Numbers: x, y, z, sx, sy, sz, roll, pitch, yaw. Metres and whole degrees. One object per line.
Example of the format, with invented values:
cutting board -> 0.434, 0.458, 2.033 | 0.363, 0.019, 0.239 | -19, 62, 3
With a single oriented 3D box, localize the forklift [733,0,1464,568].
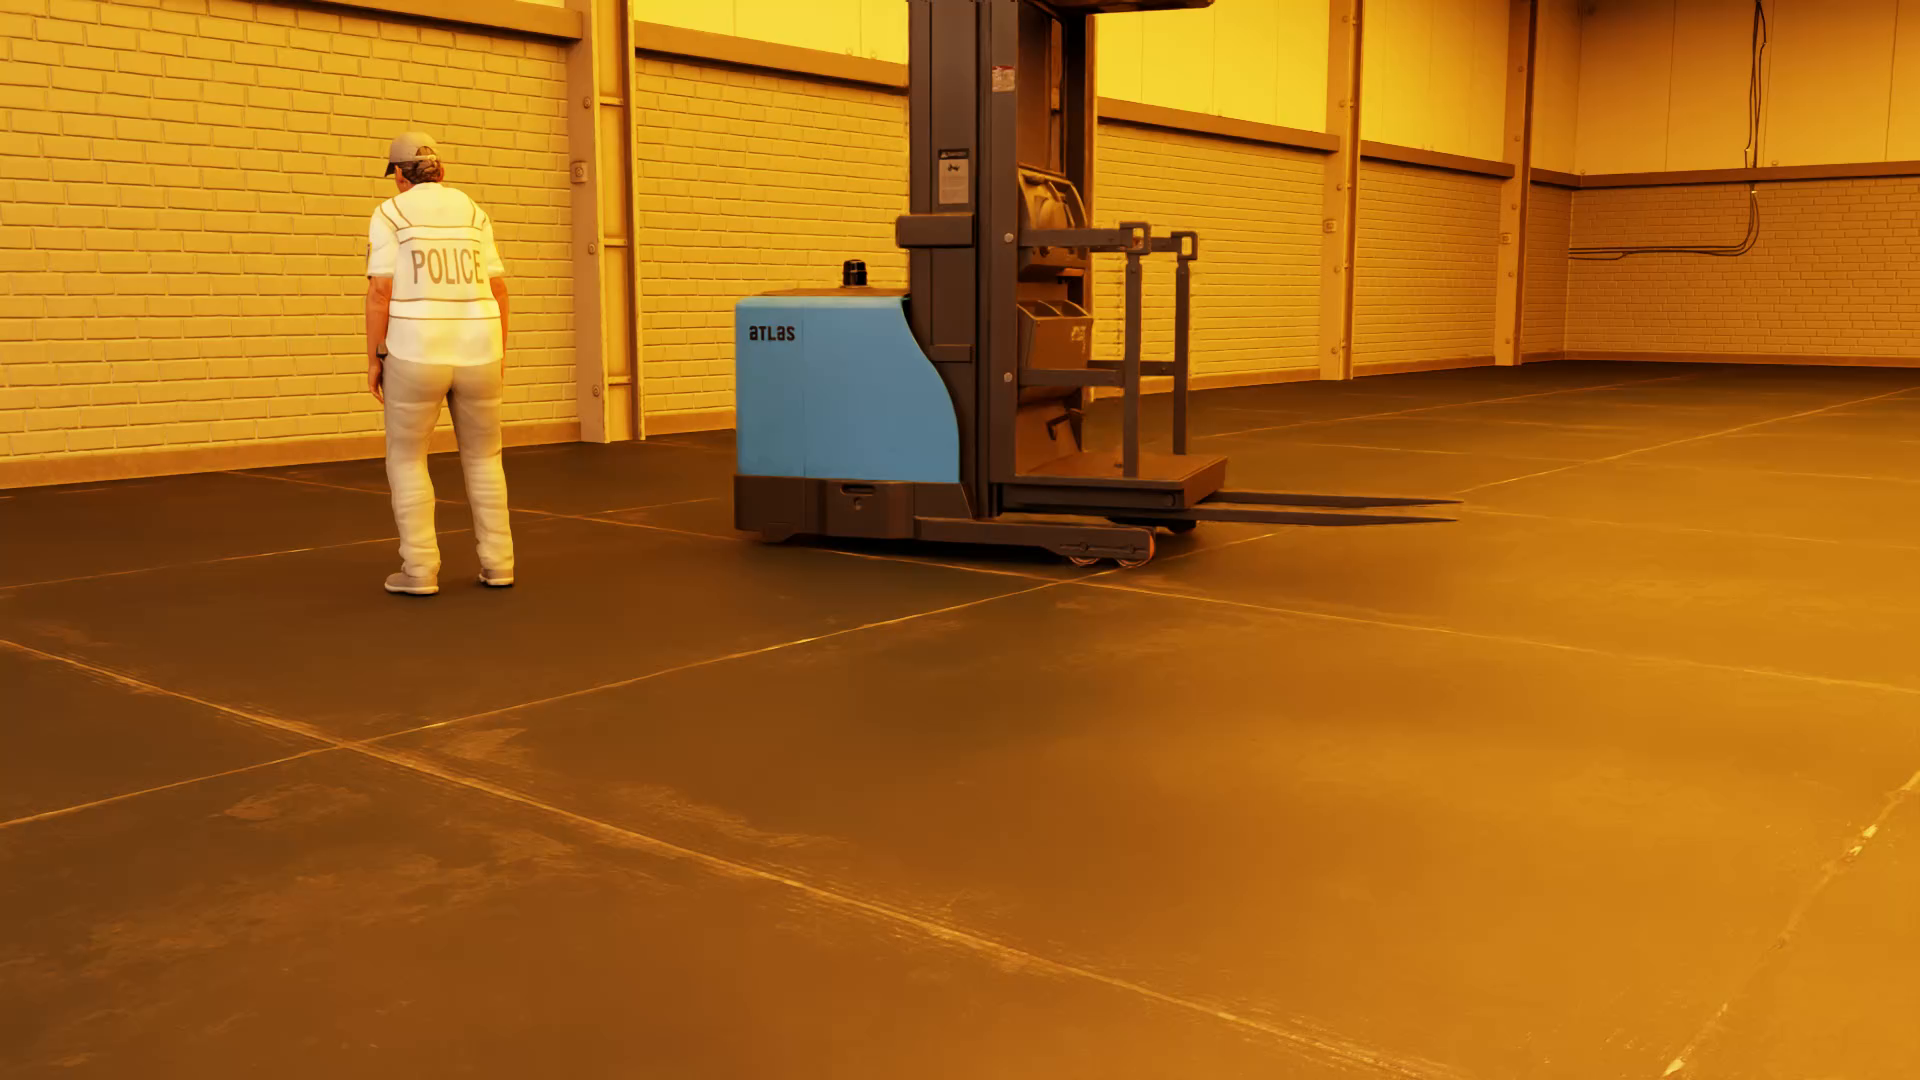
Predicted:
forklift -> 0.587, -1.423, 7.010 | 3.031, 2.935, 1.130 | 3, 9, 19

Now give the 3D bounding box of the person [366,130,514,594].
person -> -1.897, -0.643, 6.061 | 0.548, 1.664, 0.470 | -6, 10, -36
